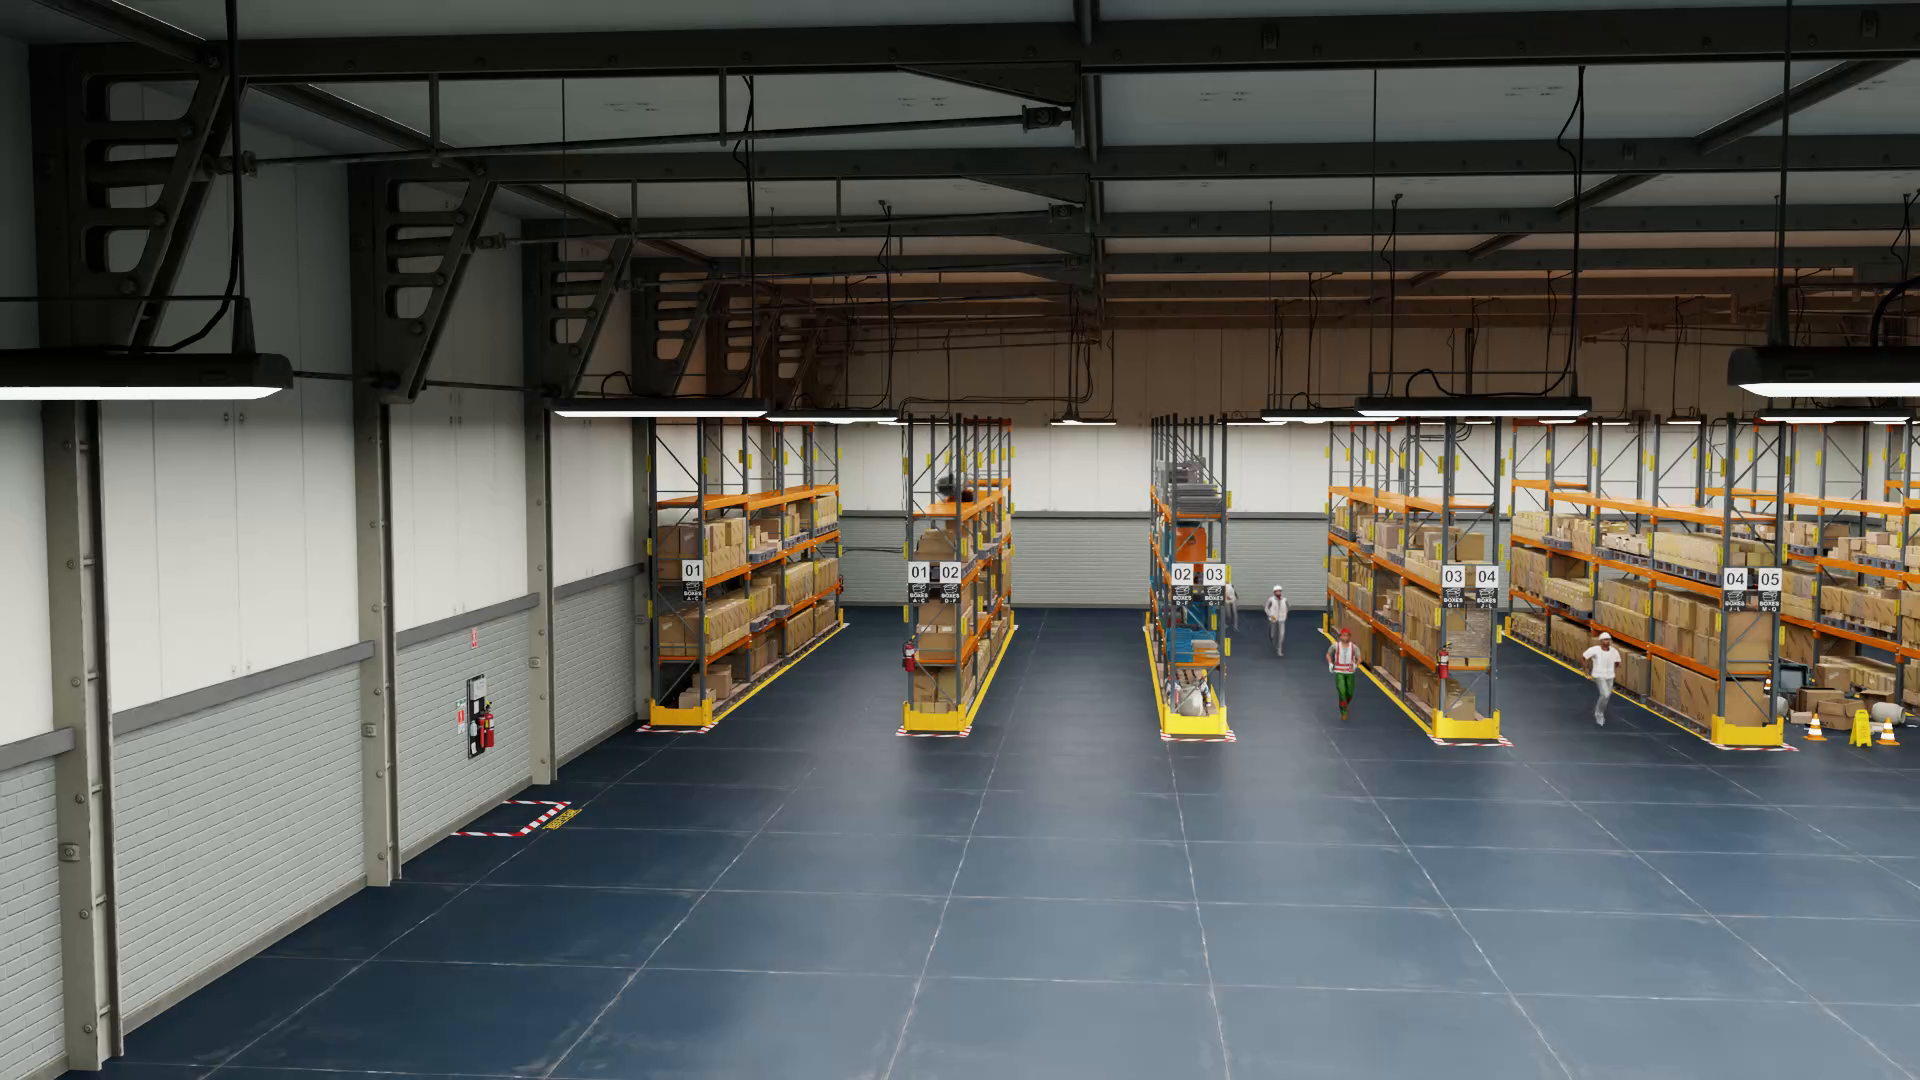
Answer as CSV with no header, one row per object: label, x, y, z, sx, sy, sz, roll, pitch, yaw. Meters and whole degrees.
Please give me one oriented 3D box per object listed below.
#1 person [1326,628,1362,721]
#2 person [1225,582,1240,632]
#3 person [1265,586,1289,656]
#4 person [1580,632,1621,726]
person,7.575,2.625,32.809,0.677,1.780,0.819,0,4,5
person,7.543,1.748,46.903,0.623,1.647,0.780,-2,4,-23
person,8.047,2.036,42.207,0.641,1.757,1.011,0,4,4
person,12.448,2.684,32.141,0.675,1.803,0.733,-1,4,-12
